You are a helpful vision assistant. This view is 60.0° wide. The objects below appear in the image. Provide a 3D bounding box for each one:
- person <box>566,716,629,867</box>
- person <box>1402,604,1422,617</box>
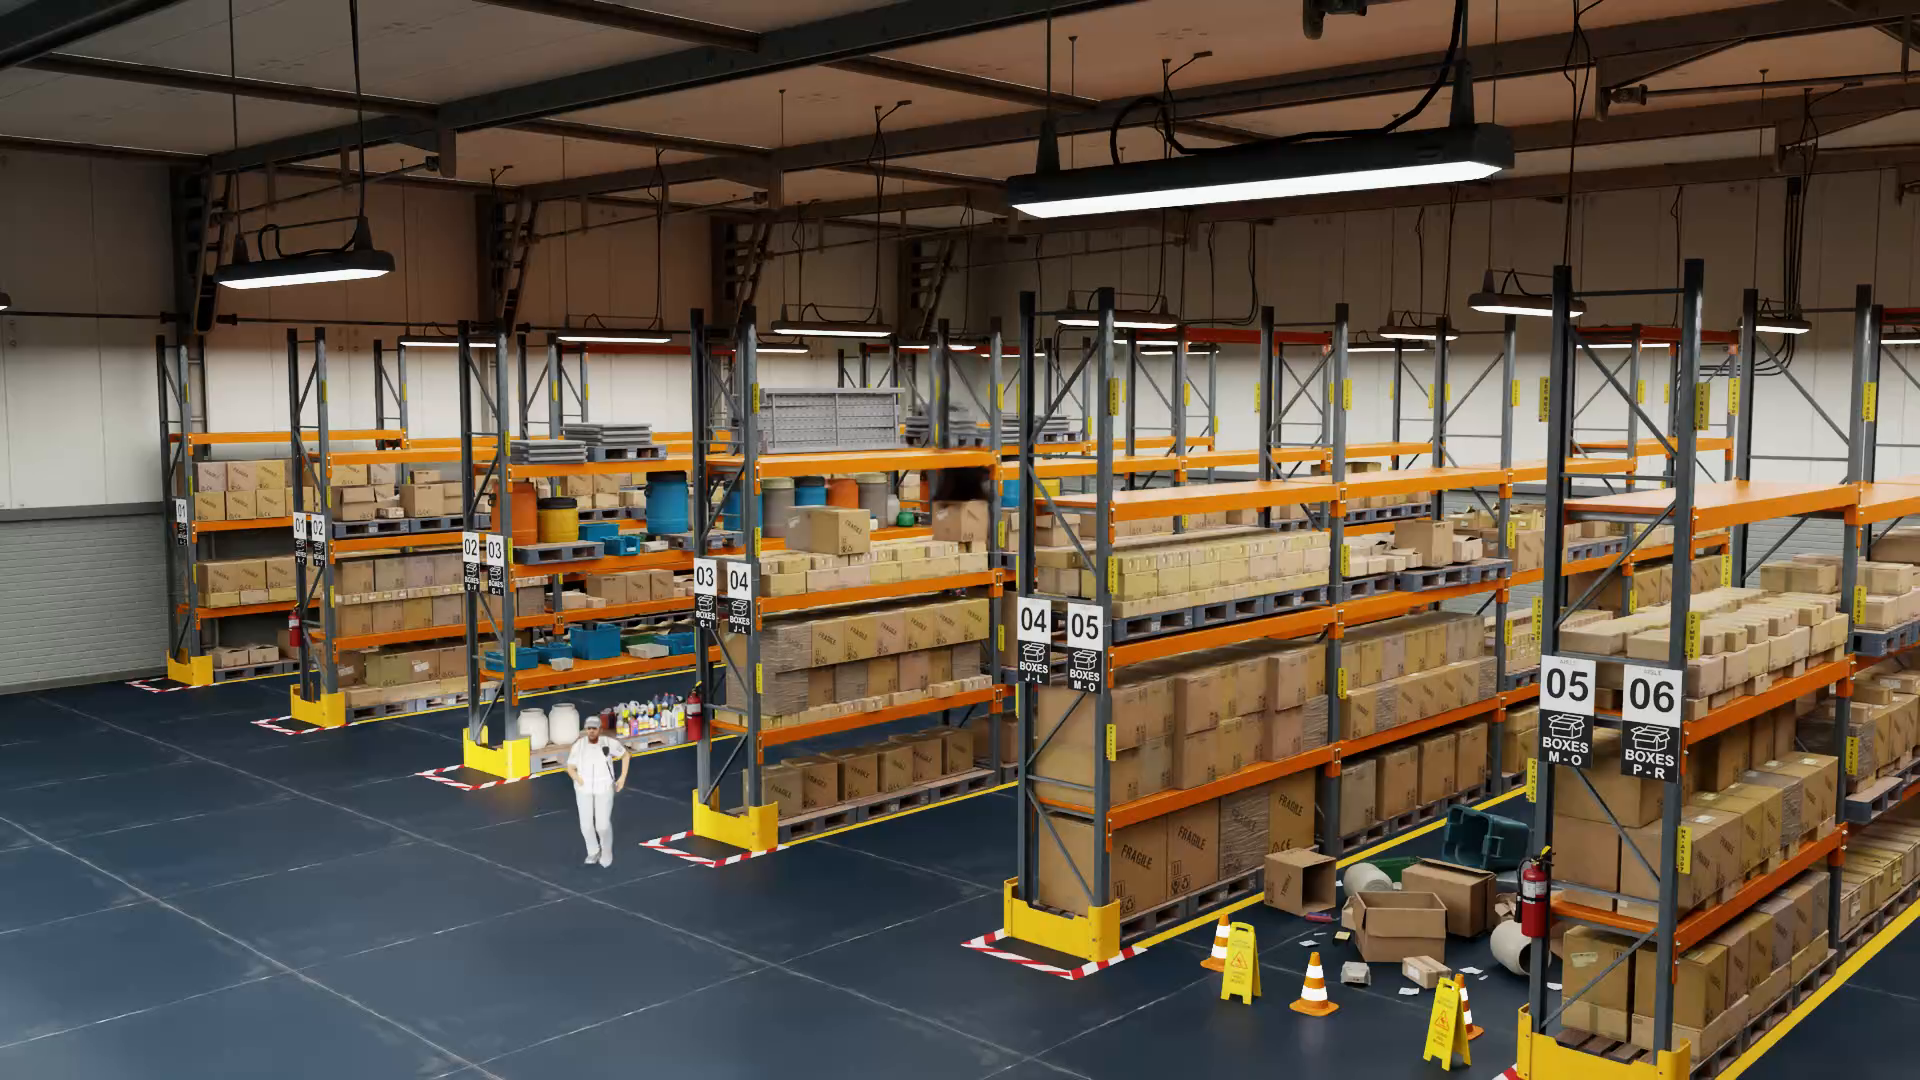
[{"bbox_3d":[-3.867,2.694,17.708,0.635,1.654,0.652,0,5,-3],"label":"person"},{"bbox_3d":[7.337,1.802,26.897,0.611,1.757,0.732,4,7,36],"label":"person"}]
